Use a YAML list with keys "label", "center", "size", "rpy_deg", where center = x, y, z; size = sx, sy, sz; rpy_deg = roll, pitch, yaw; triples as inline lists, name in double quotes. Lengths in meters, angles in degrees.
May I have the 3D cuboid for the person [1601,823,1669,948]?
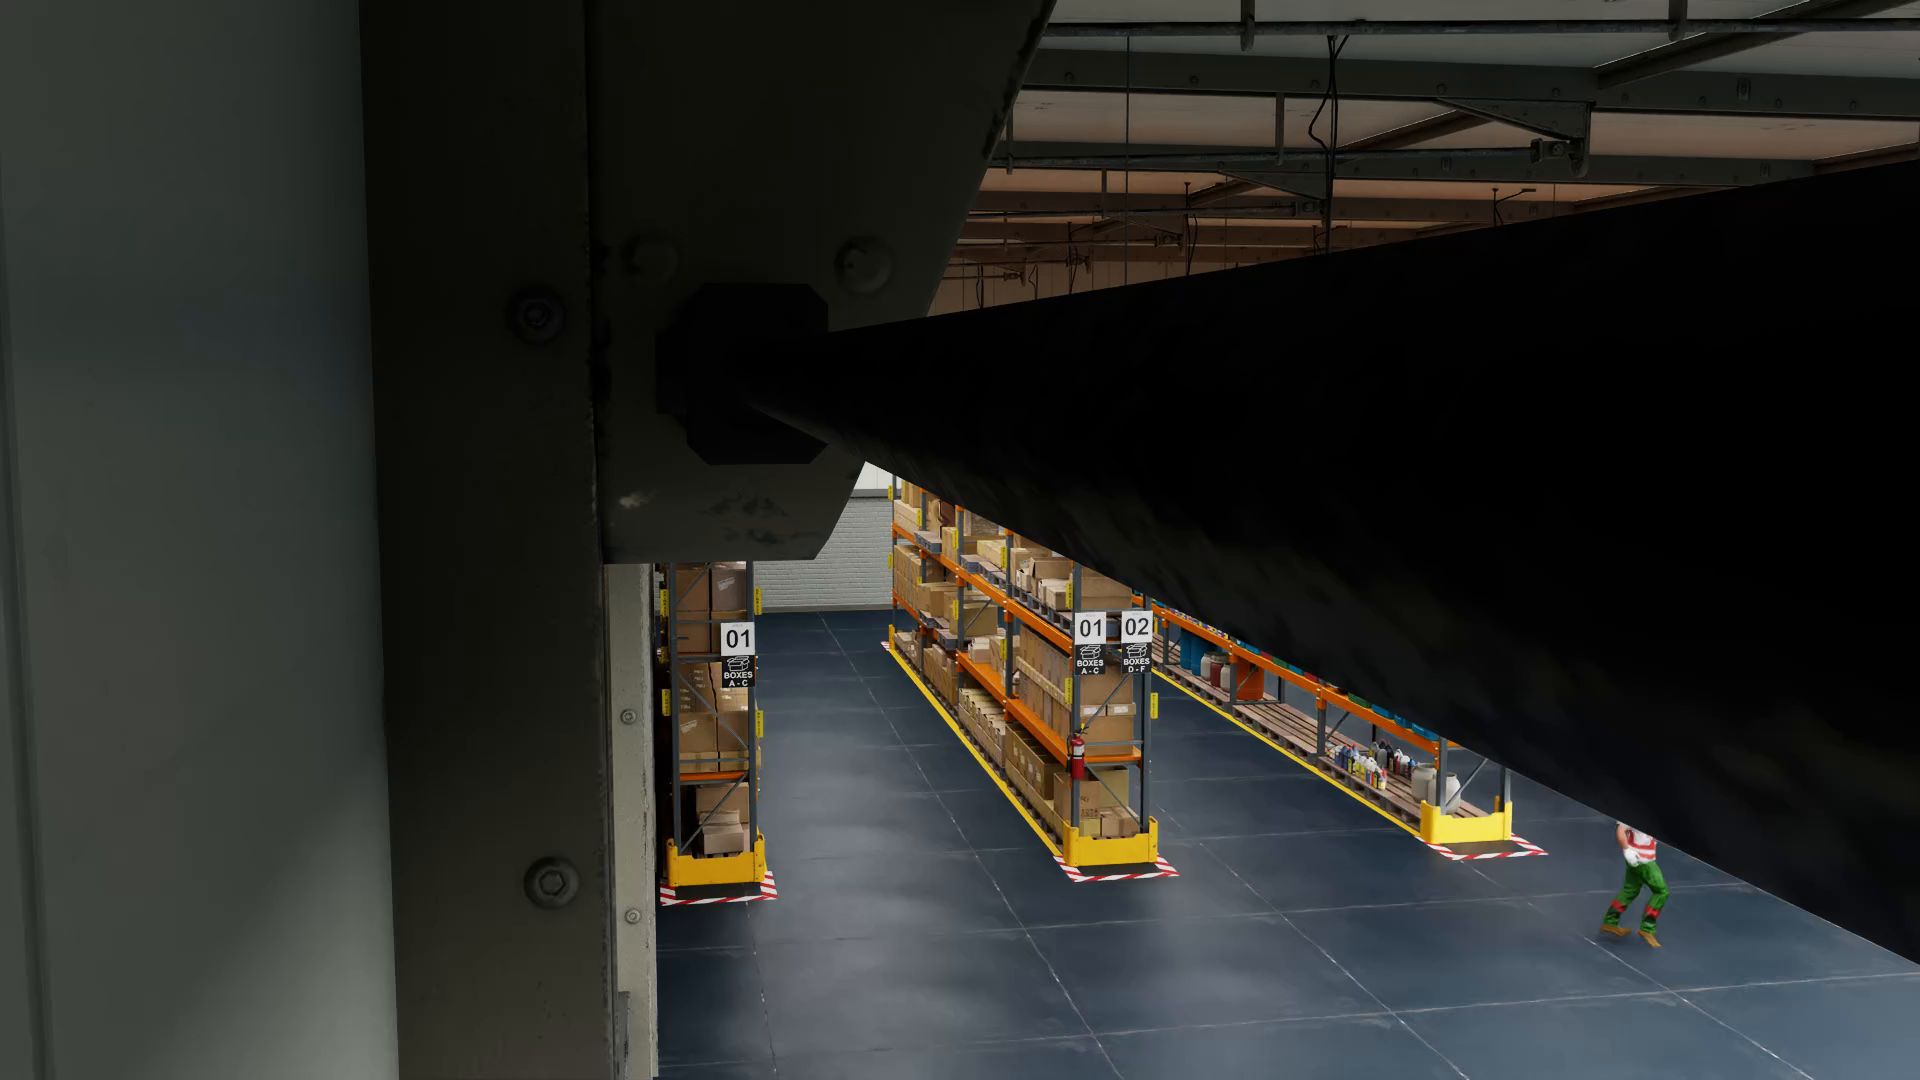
- label: "person"
  center: [7.415, 3.503, 18.087]
  size: [0.767, 1.834, 0.637]
  rpy_deg: [2, 6, 16]
